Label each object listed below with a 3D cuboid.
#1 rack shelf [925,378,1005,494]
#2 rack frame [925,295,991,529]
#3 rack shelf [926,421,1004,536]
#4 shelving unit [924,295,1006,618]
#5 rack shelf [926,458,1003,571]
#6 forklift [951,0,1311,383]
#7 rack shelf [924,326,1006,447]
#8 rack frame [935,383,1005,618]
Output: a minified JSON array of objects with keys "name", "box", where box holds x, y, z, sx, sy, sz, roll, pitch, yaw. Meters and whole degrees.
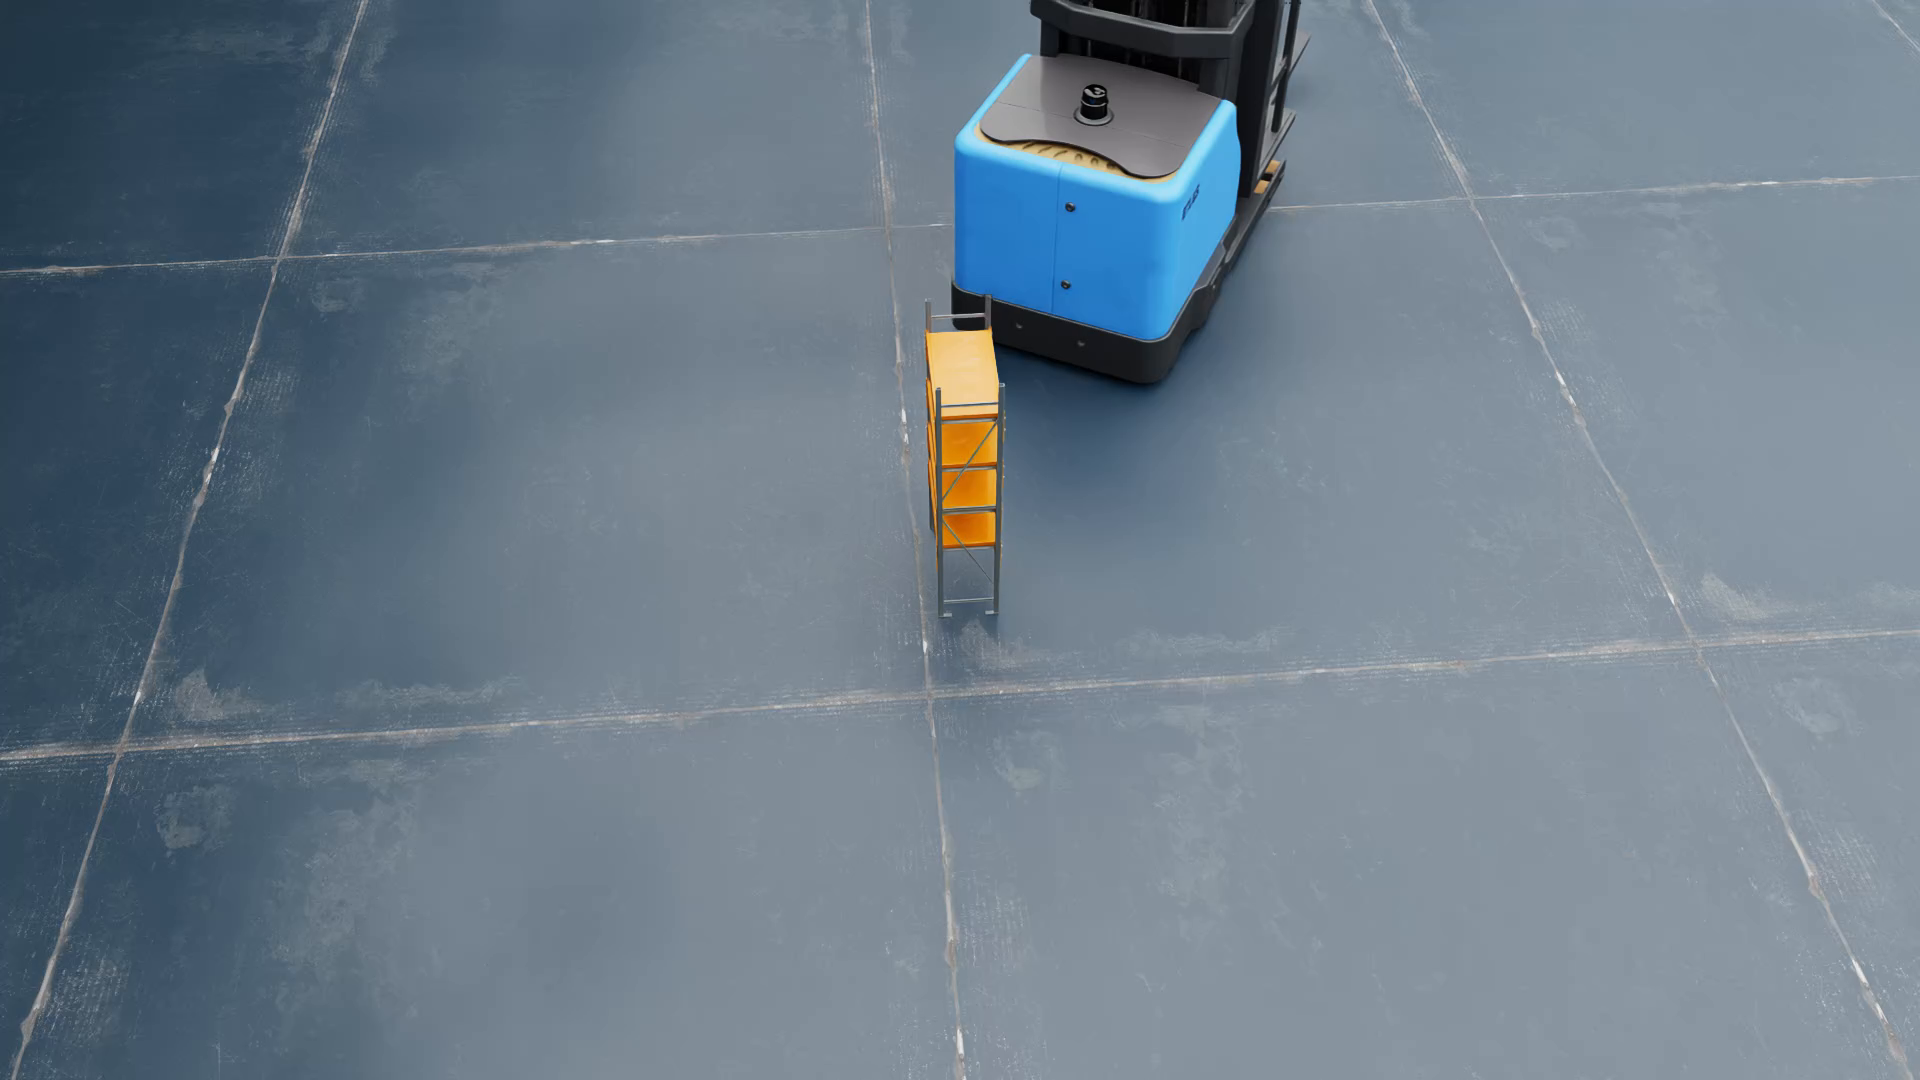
[{"name":"rack shelf","box":[0.014,-0.400,6.224,0.258,0.148,0.480,-3,47,-3]},{"name":"rack frame","box":[-0.007,-0.469,6.505,0.240,1.200,0.015,-3,47,-3]},{"name":"rack shelf","box":[0.014,-0.247,6.386,0.258,0.148,0.480,-3,47,-3]},{"name":"shelving unit","box":[0.014,-0.293,6.337,0.258,1.200,0.503,-3,47,-3]},{"name":"rack shelf","box":[0.014,-0.110,6.530,0.258,0.148,0.480,-3,47,-3]},{"name":"forklift","box":[1.026,-2.793,7.513,1.130,2.935,3.031,18,49,16]},{"name":"rack shelf","box":[0.014,-0.563,6.052,0.258,0.148,0.480,-3,47,-3]},{"name":"rack frame","box":[0.034,-0.116,6.170,0.240,1.200,0.015,-3,47,-3]}]
